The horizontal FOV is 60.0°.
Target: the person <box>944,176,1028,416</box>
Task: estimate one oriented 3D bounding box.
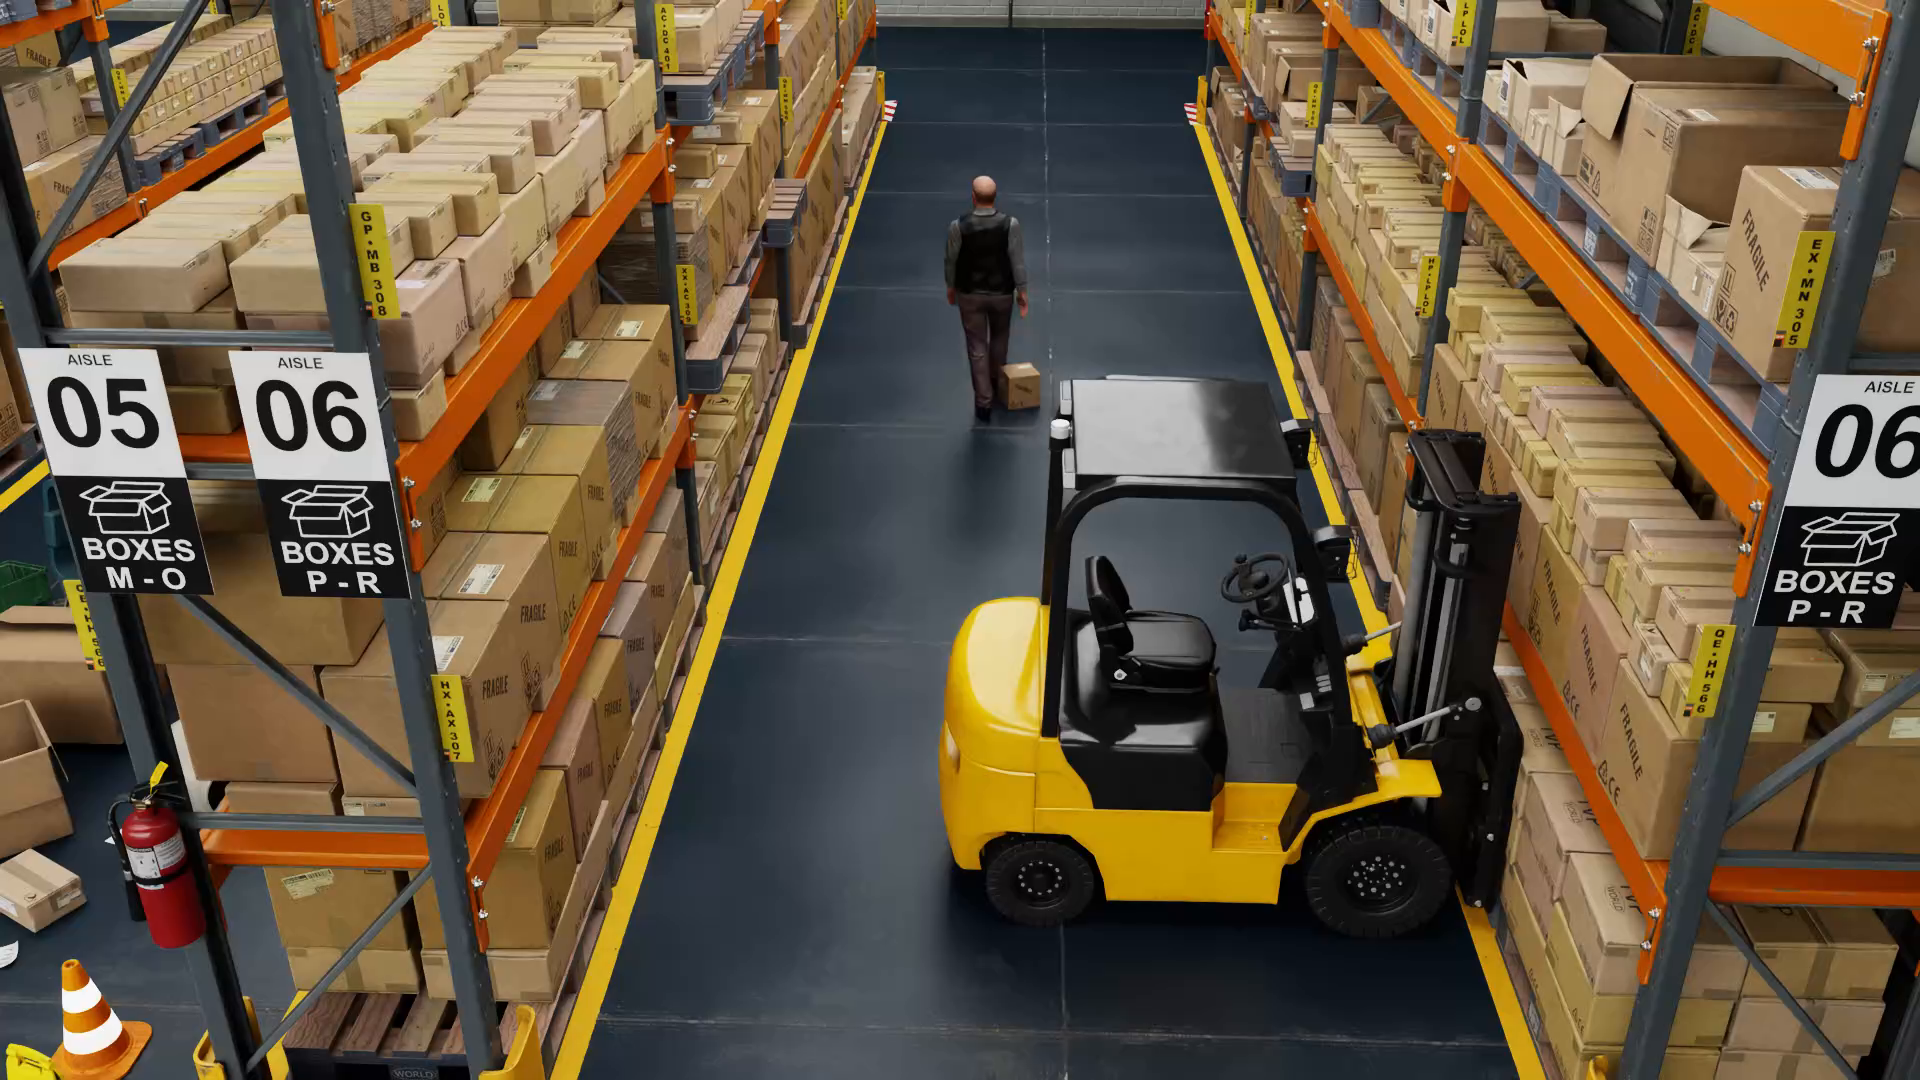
[{"bbox_3d":[0.170,-1.809,12.088,0.590,1.729,0.822,-3,28,-7],"label":"person"}]
